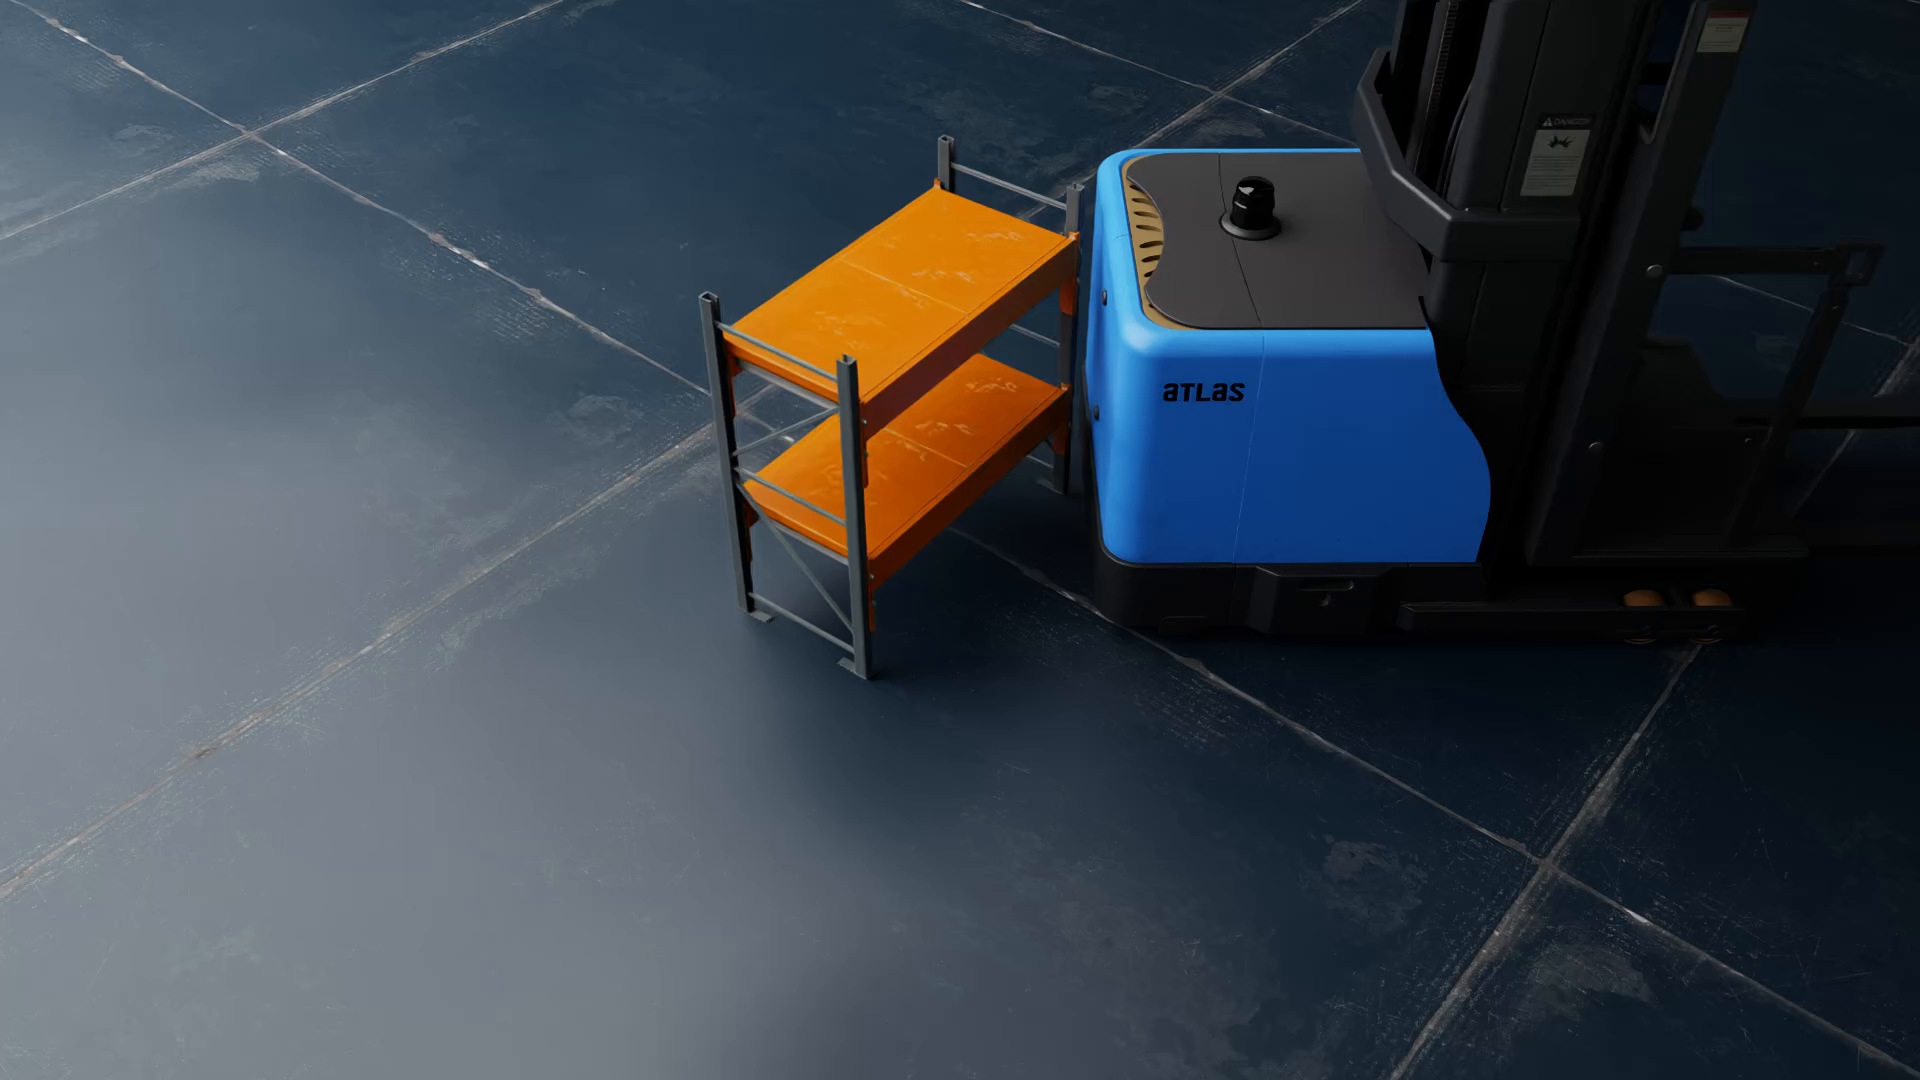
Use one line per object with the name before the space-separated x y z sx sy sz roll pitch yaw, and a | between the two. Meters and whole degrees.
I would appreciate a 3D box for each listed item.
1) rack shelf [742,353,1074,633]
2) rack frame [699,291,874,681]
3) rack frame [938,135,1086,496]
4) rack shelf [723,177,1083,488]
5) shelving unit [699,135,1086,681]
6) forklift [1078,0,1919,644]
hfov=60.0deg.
rack shelf | -0.159 -0.211 5.010 0.538 0.278 1.000 26 49 26
rack frame | -0.461 -0.117 4.543 0.500 1.125 0.032 26 49 26
rack frame | 0.144 -0.667 5.147 0.500 1.125 0.032 26 49 26
rack shelf | -0.159 -0.609 4.648 0.538 0.278 1.000 26 49 26
shelving unit | -0.159 -0.392 4.845 0.538 1.125 1.048 26 49 26
forklift | 1.913 -1.137 4.322 3.031 2.935 1.130 0 42 0
